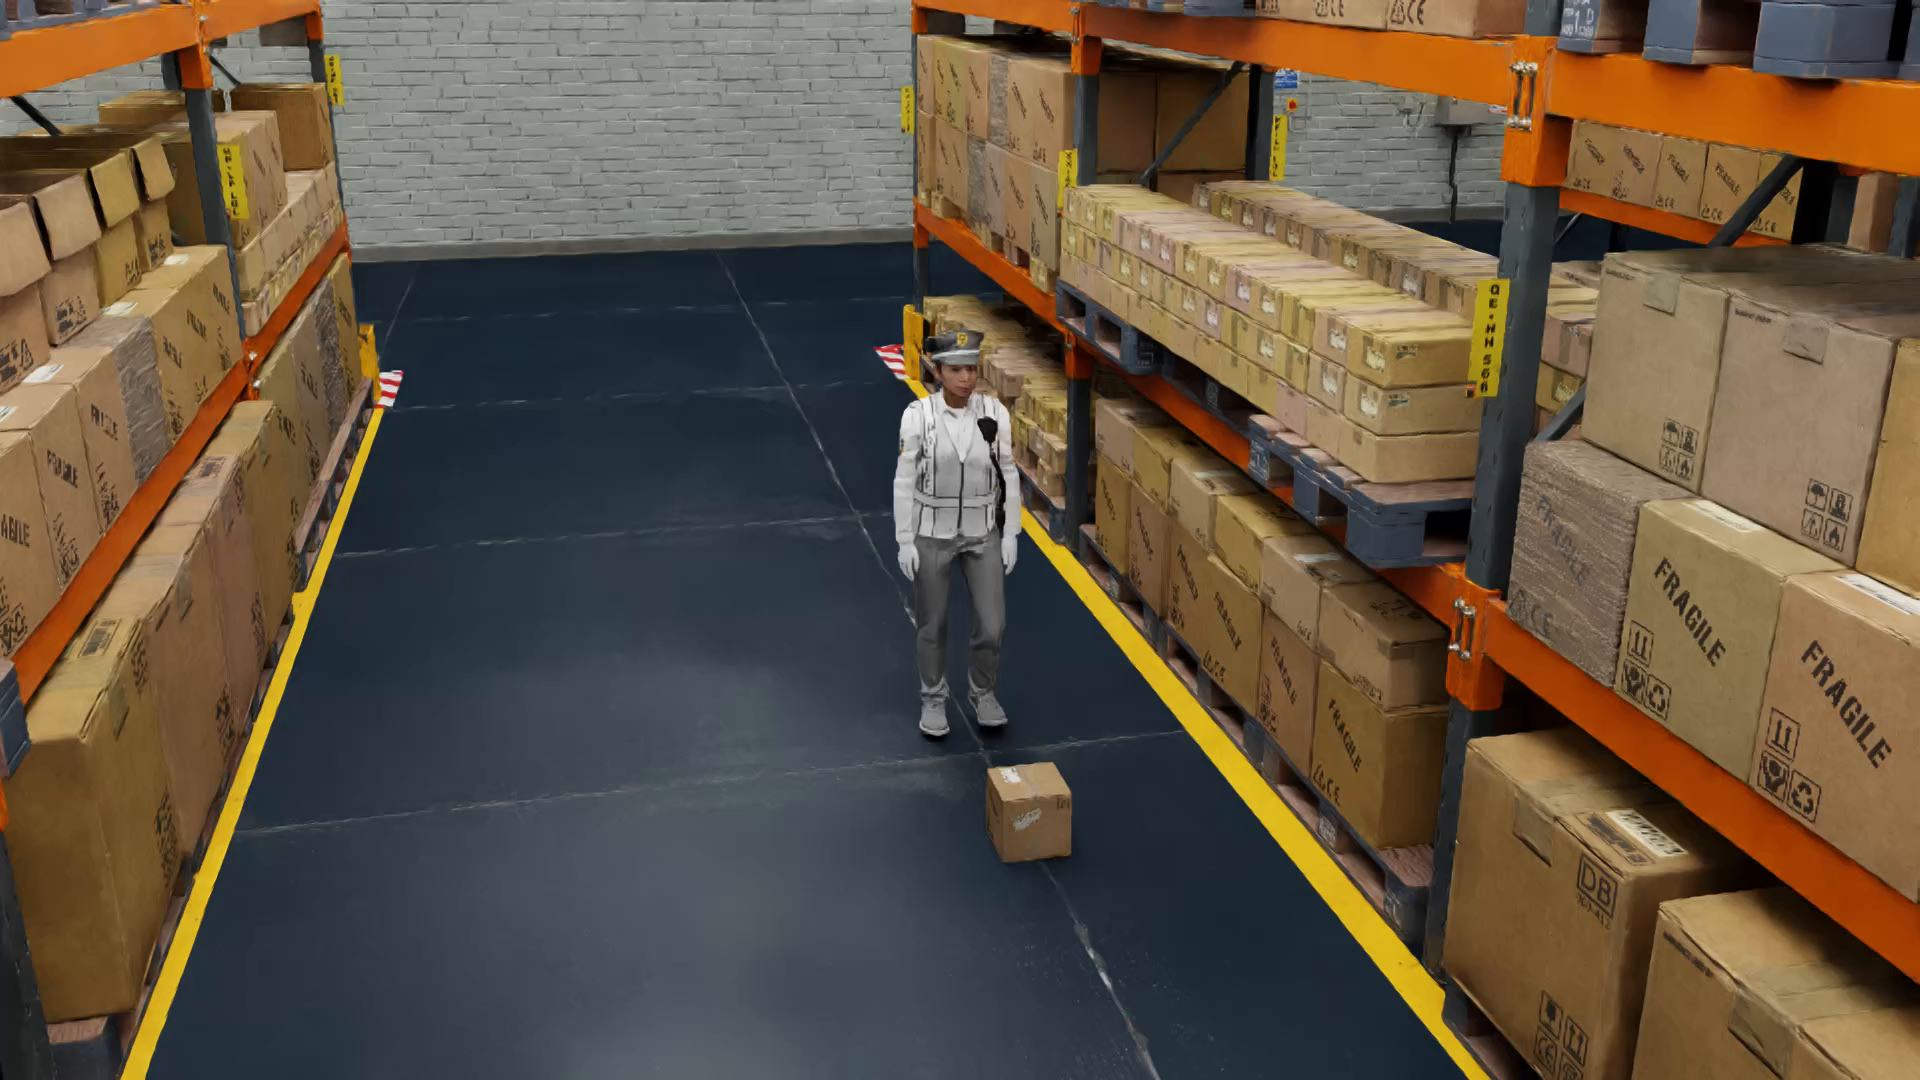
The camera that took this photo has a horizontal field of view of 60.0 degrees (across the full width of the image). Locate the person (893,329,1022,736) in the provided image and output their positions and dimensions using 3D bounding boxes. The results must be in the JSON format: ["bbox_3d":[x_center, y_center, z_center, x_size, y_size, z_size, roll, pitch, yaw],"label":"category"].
[{"bbox_3d":[-0.008,-0.025,6.568,0.507,1.683,0.363,-3,20,-9],"label":"person"}]
